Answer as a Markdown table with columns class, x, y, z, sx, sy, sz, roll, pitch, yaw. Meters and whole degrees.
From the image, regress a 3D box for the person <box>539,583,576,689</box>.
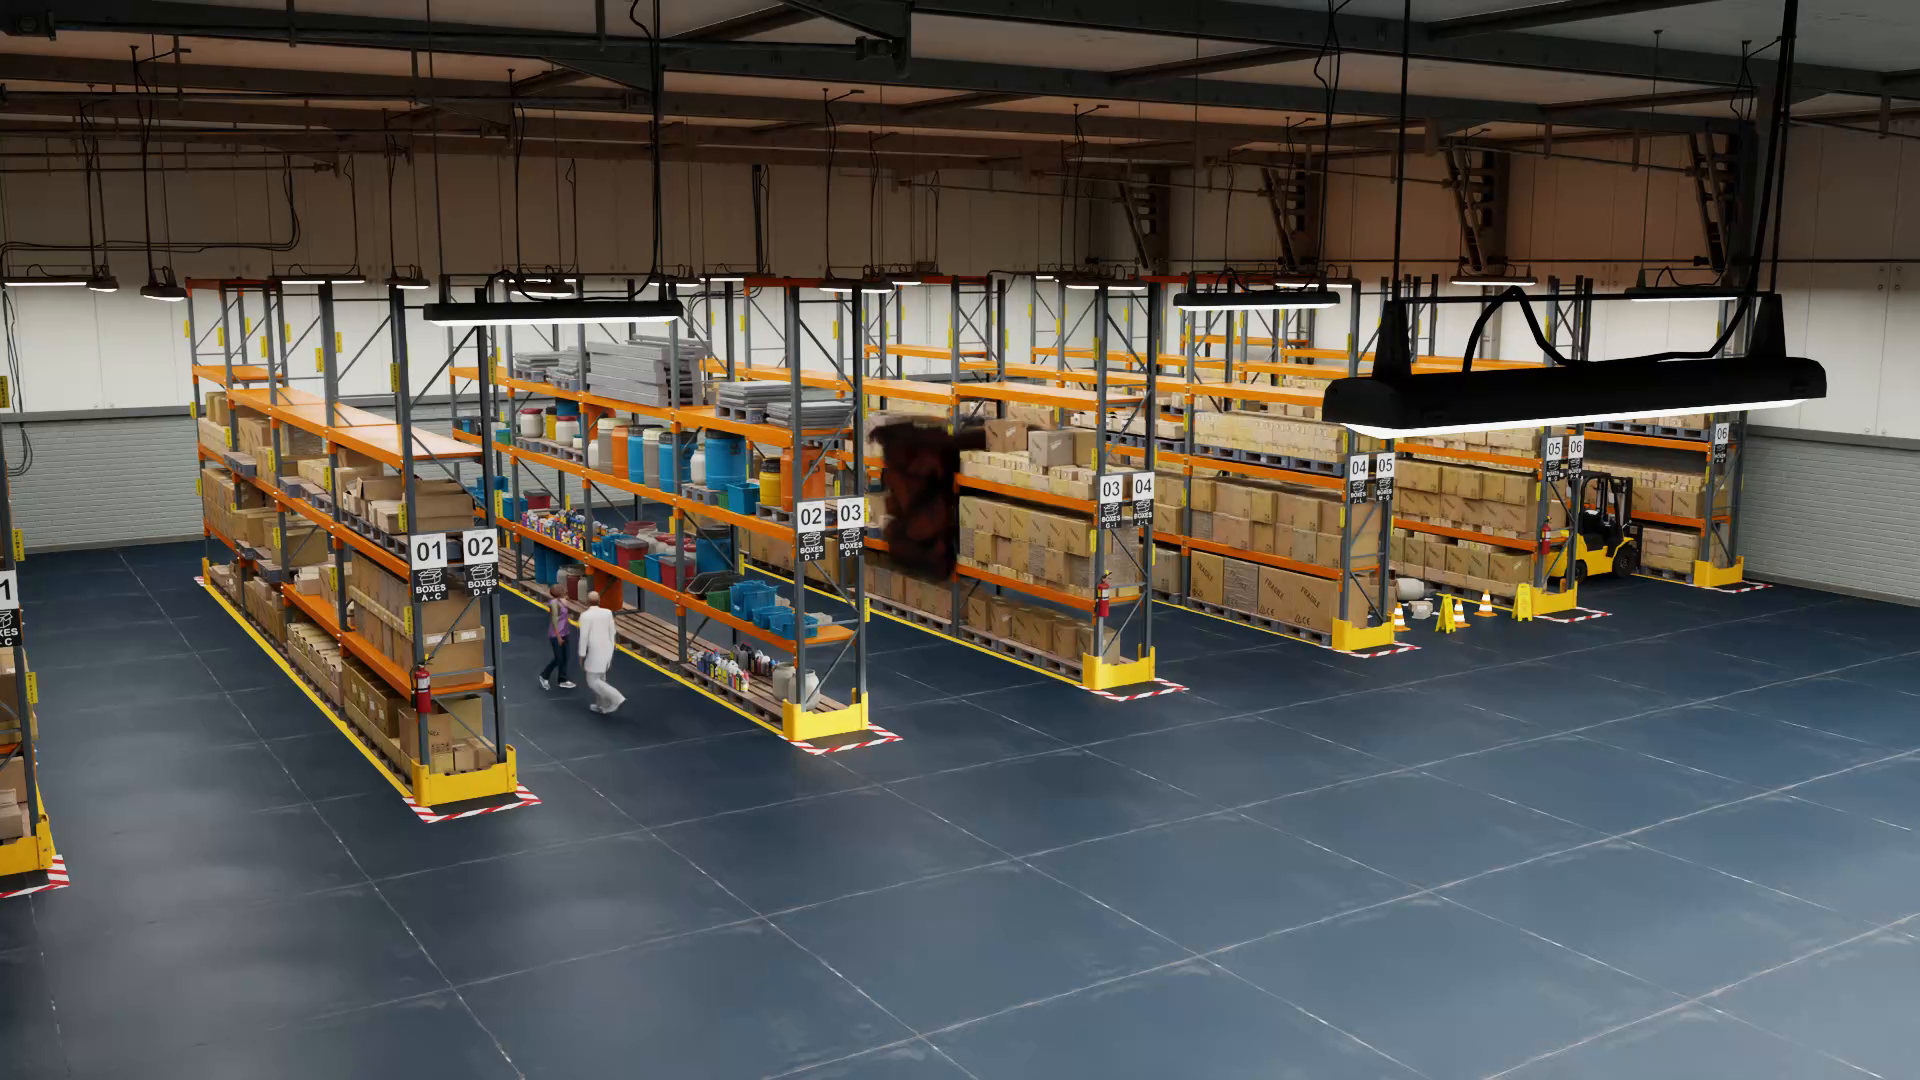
| class | x | y | z | sx | sy | sz | roll | pitch | yaw |
| --- | --- | --- | --- | --- | --- | --- | --- | --- | --- |
| person | -6.011 | 1.427 | 24.774 | 0.536 | 1.591 | 0.452 | 2 | 10 | 10 |

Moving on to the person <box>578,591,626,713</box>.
| class | x | y | z | sx | sy | sz | roll | pitch | yaw |
| --- | --- | --- | --- | --- | --- | --- | --- | --- | --- |
| person | -4.992 | 1.589 | 23.251 | 0.612 | 1.765 | 0.620 | 0 | 10 | 2 |

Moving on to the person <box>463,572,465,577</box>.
| class | x | y | z | sx | sy | sz | roll | pitch | yaw |
| --- | --- | --- | --- | --- | --- | --- | --- | --- | --- |
| person | -9.135 | 0.398 | 30.929 | 0.469 | 1.552 | 0.900 | -5 | 11 | -28 |
